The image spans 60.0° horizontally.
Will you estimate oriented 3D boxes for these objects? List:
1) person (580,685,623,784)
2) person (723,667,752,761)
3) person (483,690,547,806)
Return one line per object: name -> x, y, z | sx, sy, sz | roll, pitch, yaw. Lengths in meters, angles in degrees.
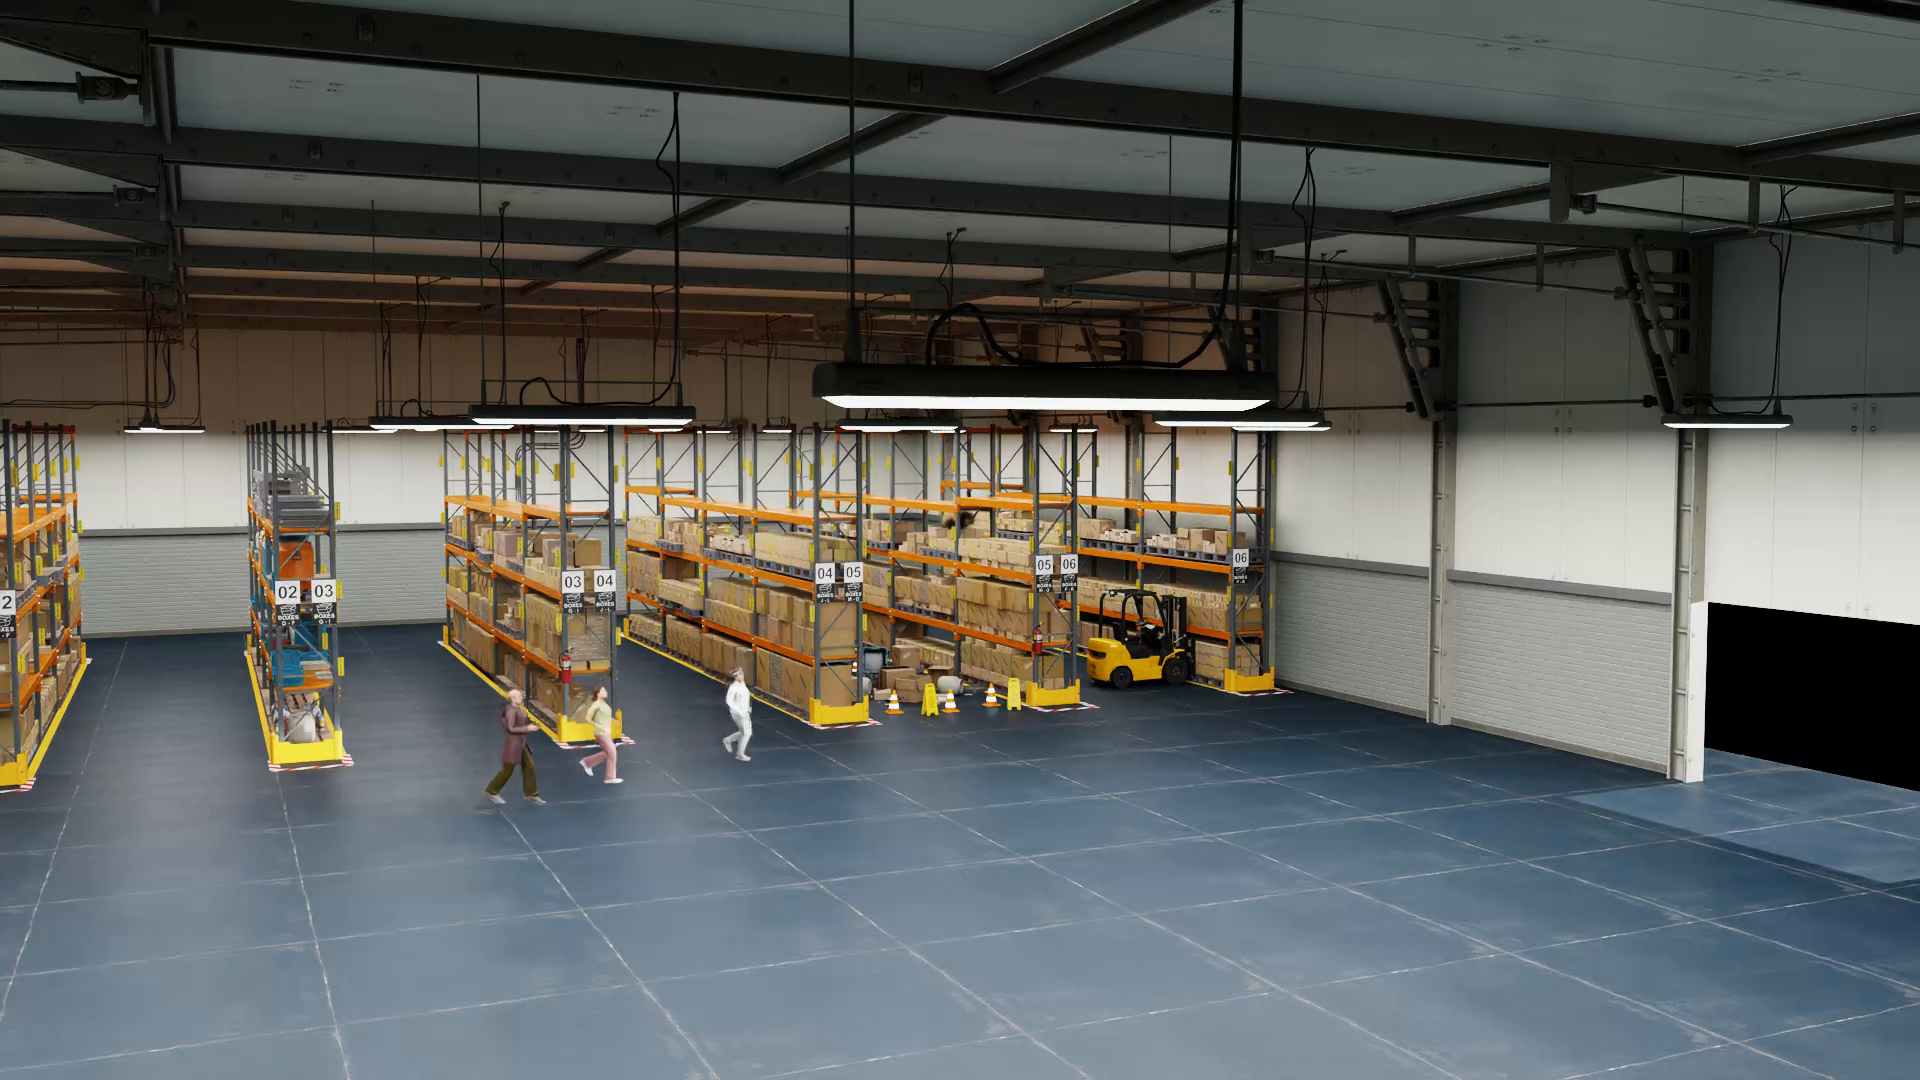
person -> -5.929, 3.192, 27.390 | 0.752, 1.628, 0.586 | 1, 4, 8
person -> -3.950, 3.061, 29.438 | 0.518, 1.673, 0.616 | 1, 4, 15
person -> -6.888, 3.216, 25.625 | 0.950, 1.825, 0.696 | 0, 4, 1
